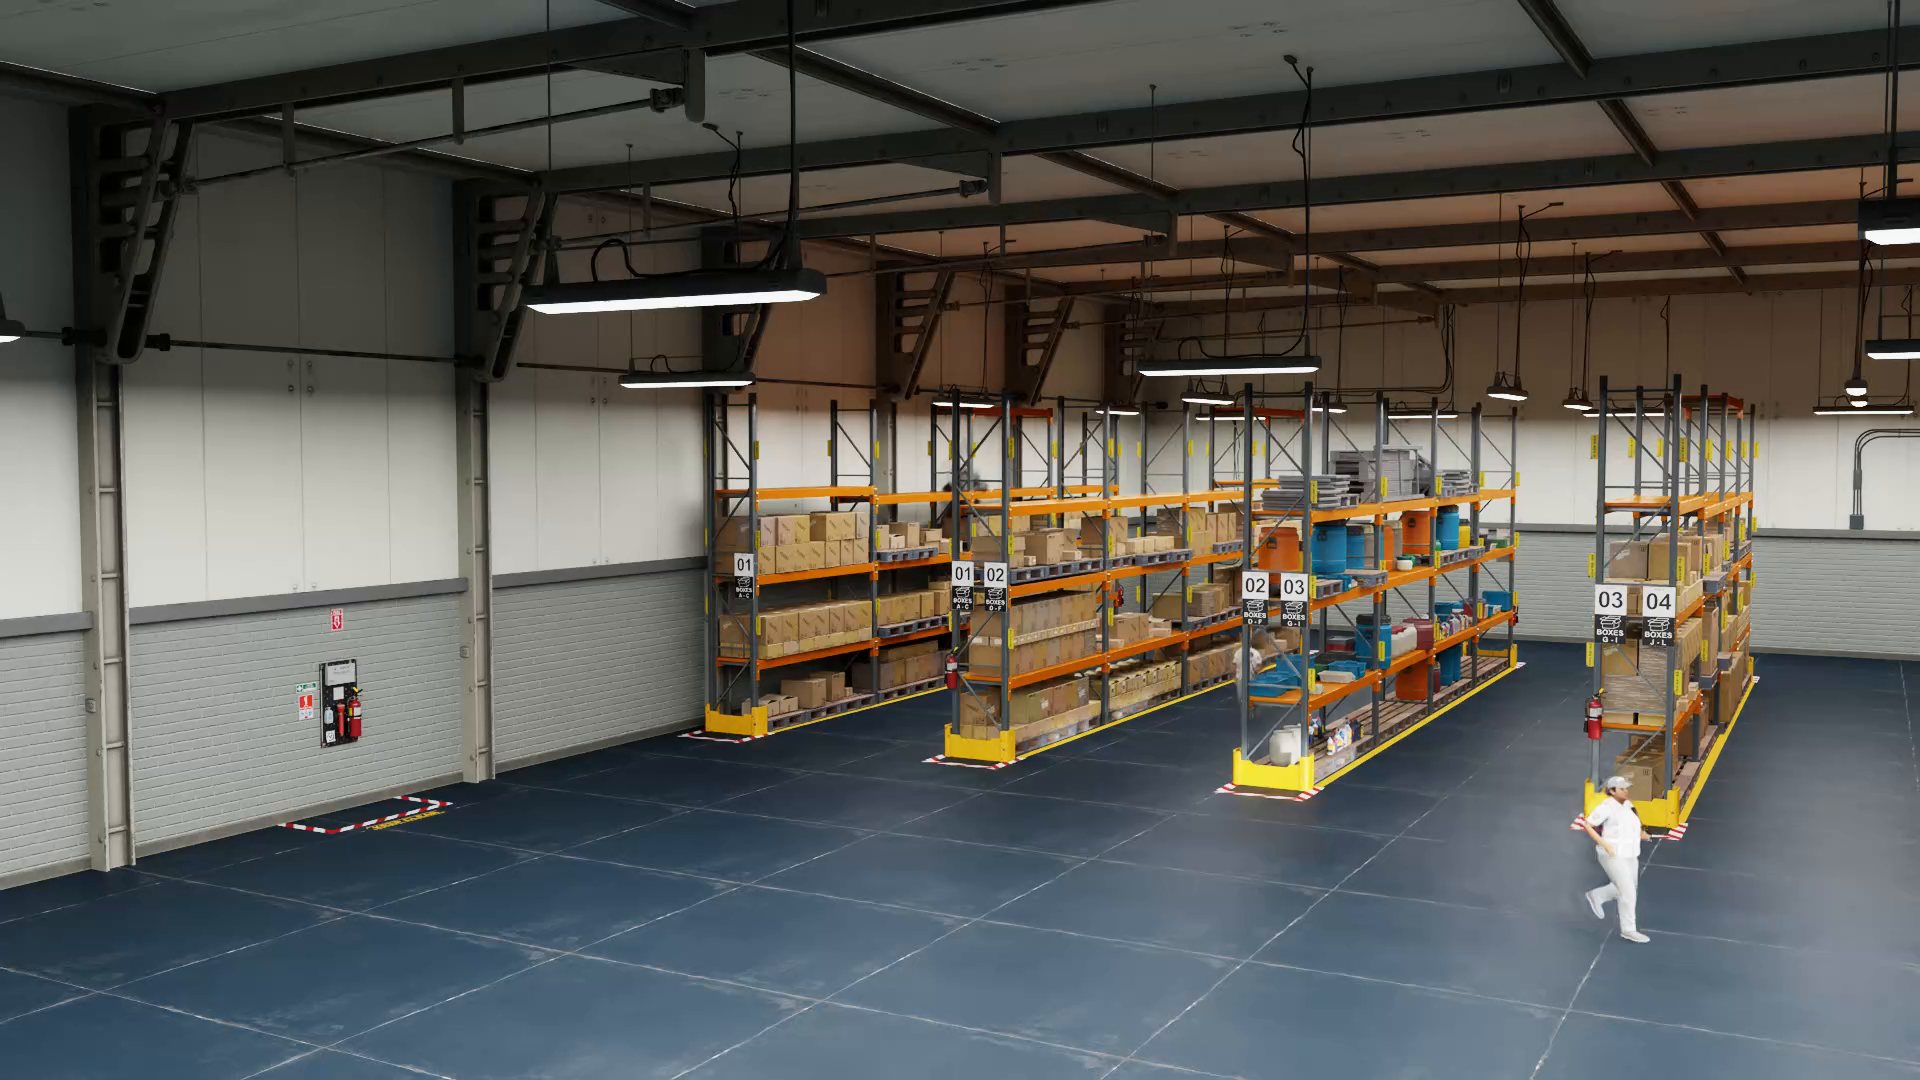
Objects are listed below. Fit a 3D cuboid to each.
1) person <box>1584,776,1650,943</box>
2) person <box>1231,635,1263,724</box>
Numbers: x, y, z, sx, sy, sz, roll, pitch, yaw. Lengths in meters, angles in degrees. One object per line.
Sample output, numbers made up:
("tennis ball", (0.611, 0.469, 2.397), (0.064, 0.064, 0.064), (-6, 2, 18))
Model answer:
("person", (6.777, 3.251, 17.179), (0.621, 1.636, 0.843), (-2, 4, -32))
("person", (5.235, 2.532, 30.437), (0.574, 1.643, 0.566), (1, 3, 23))
